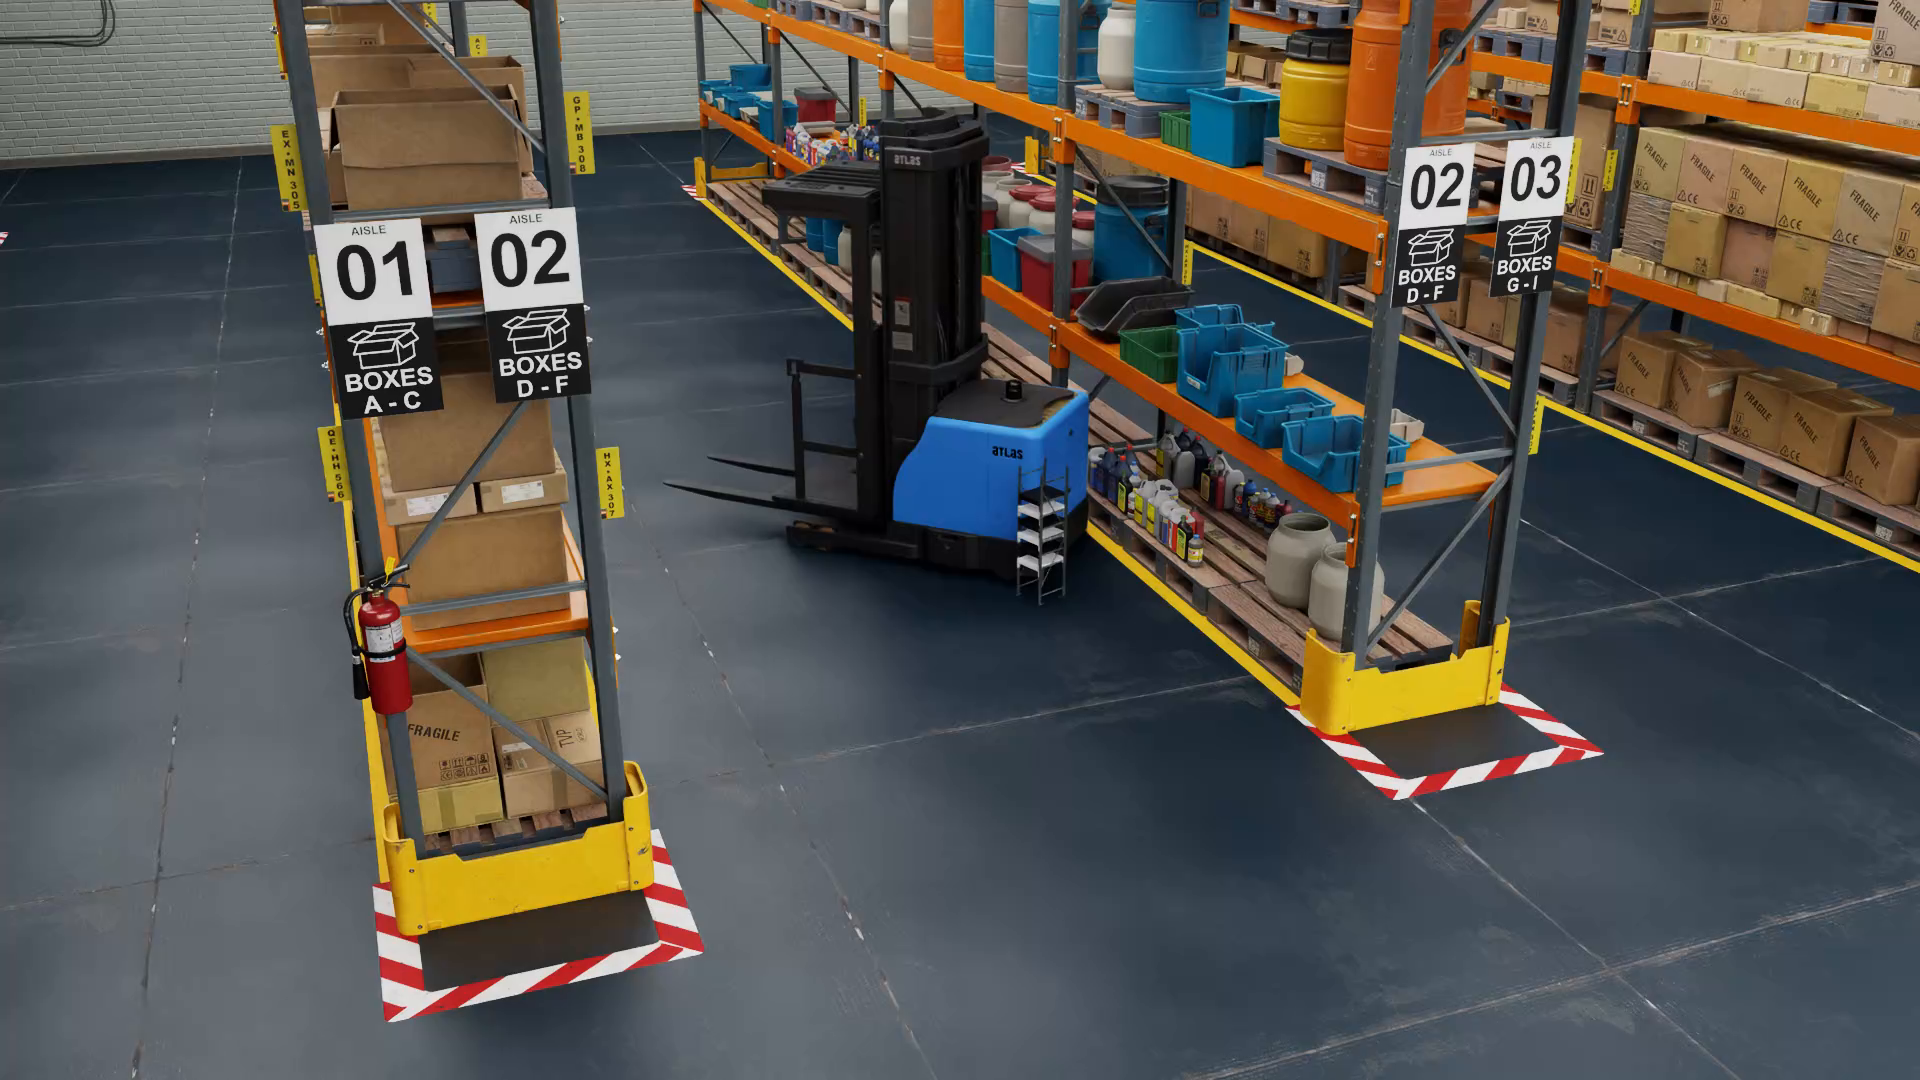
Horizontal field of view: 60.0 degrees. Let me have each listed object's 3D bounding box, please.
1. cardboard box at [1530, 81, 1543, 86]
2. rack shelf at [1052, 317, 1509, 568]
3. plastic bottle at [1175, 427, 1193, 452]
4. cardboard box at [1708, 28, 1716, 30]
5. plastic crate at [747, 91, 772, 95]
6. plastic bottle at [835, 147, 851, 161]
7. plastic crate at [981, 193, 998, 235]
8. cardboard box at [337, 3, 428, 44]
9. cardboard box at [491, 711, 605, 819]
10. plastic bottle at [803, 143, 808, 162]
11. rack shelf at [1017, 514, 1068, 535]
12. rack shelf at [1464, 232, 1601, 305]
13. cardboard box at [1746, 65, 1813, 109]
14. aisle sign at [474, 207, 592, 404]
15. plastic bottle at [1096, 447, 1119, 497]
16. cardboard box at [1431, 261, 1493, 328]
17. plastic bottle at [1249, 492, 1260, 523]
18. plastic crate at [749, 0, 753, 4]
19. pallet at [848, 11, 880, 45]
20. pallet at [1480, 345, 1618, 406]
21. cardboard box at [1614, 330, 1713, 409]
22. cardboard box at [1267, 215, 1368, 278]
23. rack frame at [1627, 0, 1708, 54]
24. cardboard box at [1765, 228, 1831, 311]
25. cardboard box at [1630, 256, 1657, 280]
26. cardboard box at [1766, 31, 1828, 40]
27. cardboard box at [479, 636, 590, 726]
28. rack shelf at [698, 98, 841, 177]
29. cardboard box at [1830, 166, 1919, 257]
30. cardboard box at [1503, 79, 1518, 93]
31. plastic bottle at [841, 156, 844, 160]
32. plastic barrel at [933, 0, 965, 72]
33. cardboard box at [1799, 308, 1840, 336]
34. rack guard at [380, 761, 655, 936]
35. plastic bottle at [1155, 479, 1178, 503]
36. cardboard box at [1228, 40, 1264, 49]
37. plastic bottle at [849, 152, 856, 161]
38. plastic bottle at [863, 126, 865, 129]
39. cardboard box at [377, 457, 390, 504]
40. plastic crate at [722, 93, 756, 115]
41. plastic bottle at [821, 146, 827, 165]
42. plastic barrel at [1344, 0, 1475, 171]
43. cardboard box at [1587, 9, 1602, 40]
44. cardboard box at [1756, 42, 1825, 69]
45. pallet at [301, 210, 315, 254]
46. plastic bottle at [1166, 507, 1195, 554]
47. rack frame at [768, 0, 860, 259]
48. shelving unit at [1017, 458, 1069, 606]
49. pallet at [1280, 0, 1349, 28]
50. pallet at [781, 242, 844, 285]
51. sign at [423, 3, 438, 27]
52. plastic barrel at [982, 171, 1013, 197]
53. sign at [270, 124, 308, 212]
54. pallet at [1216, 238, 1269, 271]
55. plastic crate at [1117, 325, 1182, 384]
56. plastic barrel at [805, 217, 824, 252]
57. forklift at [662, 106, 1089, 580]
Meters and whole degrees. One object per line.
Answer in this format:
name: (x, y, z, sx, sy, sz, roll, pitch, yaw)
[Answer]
cardboard box: (7.550, -5.921, 21.335, 0.380, 0.149, 0.250, -8, 24, -18)
rack shelf: (1.879, -0.811, 10.739, 1.077, 0.370, 4.000, -8, 24, -19)
plastic bottle: (1.670, -0.657, 12.291, 0.144, 0.351, 0.185, -9, 24, -20)
cardboard box: (11.466, -7.825, 25.038, 0.500, 0.500, 0.500, -8, 24, -18)
plastic crate: (-2.609, -5.864, 22.064, 0.396, 0.136, 0.243, -8, 24, -19)
plastic bottle: (-1.203, -3.868, 17.127, 0.144, 0.351, 0.185, -8, 24, -19)
plastic crate: (0.044, -2.723, 14.267, 0.402, 0.464, 0.583, -8, 24, -19)
cardboard box: (-3.644, -3.273, 10.478, 0.500, 0.500, 0.500, -8, 24, -18)
cardboard box: (-2.031, 1.110, 8.253, 0.500, 0.250, 0.500, -8, 24, -19)
plastic bottle: (-1.667, -4.250, 18.228, 0.097, 0.201, 0.097, 0, 23, 0)
rack shelf: (0.530, -0.103, 10.690, 0.258, 0.077, 0.200, -19, 29, -37)
rack shelf: (5.100, -2.944, 15.800, 1.077, 0.370, 4.000, -8, 24, -19)
cardboard box: (6.083, -3.290, 12.025, 0.500, 0.250, 0.500, -9, 25, -21)
aisle sign: (-1.740, -0.954, 6.804, 0.394, 0.787, 0.004, -8, 24, -19)
plastic bottle: (1.070, -0.501, 11.922, 0.144, 0.351, 0.185, -8, 24, -18)
cardboard box: (5.063, -2.408, 16.253, 0.700, 0.500, 0.500, -6, 24, -15)
plastic bottle: (2.045, -0.228, 11.465, 0.097, 0.201, 0.097, 0, 23, 0)
plastic crate: (-2.274, -6.368, 19.351, 0.416, 0.233, 0.300, -8, 24, -19)
pallet: (-0.419, -4.910, 15.917, 1.003, 0.211, 1.213, -8, 24, -19)
pallet: (5.530, -1.547, 15.148, 1.003, 0.211, 1.213, -8, 24, -19)
cardboard box: (5.910, -1.440, 13.982, 0.500, 0.500, 0.500, -9, 25, -21)
cardboard box: (4.169, -3.471, 18.317, 1.225, 0.875, 0.875, -10, 25, -21)
rack frame: (5.806, -5.314, 12.771, 1.000, 3.000, 0.127, -8, 24, -19)
cardboard box: (6.460, -2.019, 12.165, 0.875, 0.500, 0.500, -8, 24, -19)
cardboard box: (5.677, -2.221, 13.482, 0.380, 0.149, 0.250, -8, 24, -19)
cardboard box: (6.370, -3.779, 12.671, 0.380, 0.149, 0.250, -10, 25, -22)
cardboard box: (-2.209, 0.583, 8.538, 0.500, 0.500, 0.500, -8, 24, -19)
rack shelf: (-2.360, -5.172, 21.084, 1.077, 0.370, 4.000, -8, 24, -19)
cardboard box: (6.438, -2.268, 11.471, 0.500, 0.500, 0.500, -8, 24, -19)
cardboard box: (7.365, -5.971, 21.838, 0.380, 0.149, 0.250, -10, 25, -22)
plastic bottle: (-1.186, -3.773, 16.990, 0.061, 0.283, 0.133, -8, 24, -19)
plastic barrel: (0.078, -4.337, 13.763, 0.600, 0.830, 0.708, -8, 24, -19)
cardboard box: (6.297, -1.586, 11.974, 0.380, 0.149, 0.250, -8, 24, -19)
rack guard: (-2.041, 1.423, 7.731, 1.175, 0.500, 0.348, -8, 24, -19)
plastic bottle: (1.416, -0.273, 11.477, 0.152, 0.276, 0.135, -8, 24, -19)
cardboard box: (3.213, -5.733, 20.070, 0.797, 0.503, 0.637, -9, 24, -20)
plastic bottle: (-1.117, -3.860, 17.196, 0.061, 0.283, 0.133, -8, 24, -19)
plastic bottle: (-1.087, -4.546, 18.824, 0.061, 0.283, 0.133, -8, 24, -19)
cardboard box: (-2.457, -0.290, 7.613, 0.380, 0.149, 0.250, -8, 24, -18)
plastic crate: (-2.822, -5.567, 21.234, 0.416, 0.233, 0.300, -8, 24, -19)
plastic bottle: (-1.422, -4.030, 17.615, 0.097, 0.271, 0.097, 0, 23, 0)
plastic barrel: (2.295, -2.349, 8.505, 0.600, 0.830, 0.708, -8, 24, -19)
cardboard box: (5.381, -4.391, 14.076, 0.396, 0.266, 0.258, -7, 24, -17)
cardboard box: (6.006, -3.505, 12.021, 0.380, 0.149, 0.250, -9, 24, -20)
pallet: (-5.181, -2.793, 14.761, 1.213, 0.211, 1.003, -8, 24, -19)
plastic bottle: (1.463, -0.066, 10.986, 0.152, 0.276, 0.135, -8, 24, -19)
rack frame: (-1.654, -4.776, 19.220, 1.000, 3.000, 0.127, -8, 24, -19)
shelving unit: (0.530, -0.051, 10.712, 0.258, 0.900, 0.210, -19, 29, -37)
pallet: (4.116, -5.524, 17.376, 1.213, 0.211, 1.003, -7, 24, -17)
pallet: (-1.420, -3.205, 19.083, 1.003, 0.211, 1.213, -8, 24, -19)
sign: (-4.354, -4.375, 13.638, 0.100, 0.325, 0.005, -8, 24, -19)
plastic barrel: (0.323, -3.030, 14.933, 0.421, 0.512, 0.421, 0, 23, 0)
sign: (-2.562, -1.422, 6.362, 0.100, 0.325, 0.005, -8, 24, -19)
pallet: (3.758, -3.457, 19.680, 1.003, 0.211, 1.213, -8, 24, -19)
plastic crate: (1.388, -1.240, 11.103, 0.450, 0.188, 0.662, -8, 24, -19)
plastic barrel: (-1.477, -3.803, 19.072, 0.600, 0.901, 0.708, -8, 24, -19)
forklift: (-0.663, -1.449, 11.415, 3.031, 2.935, 1.130, 10, 25, 22)
